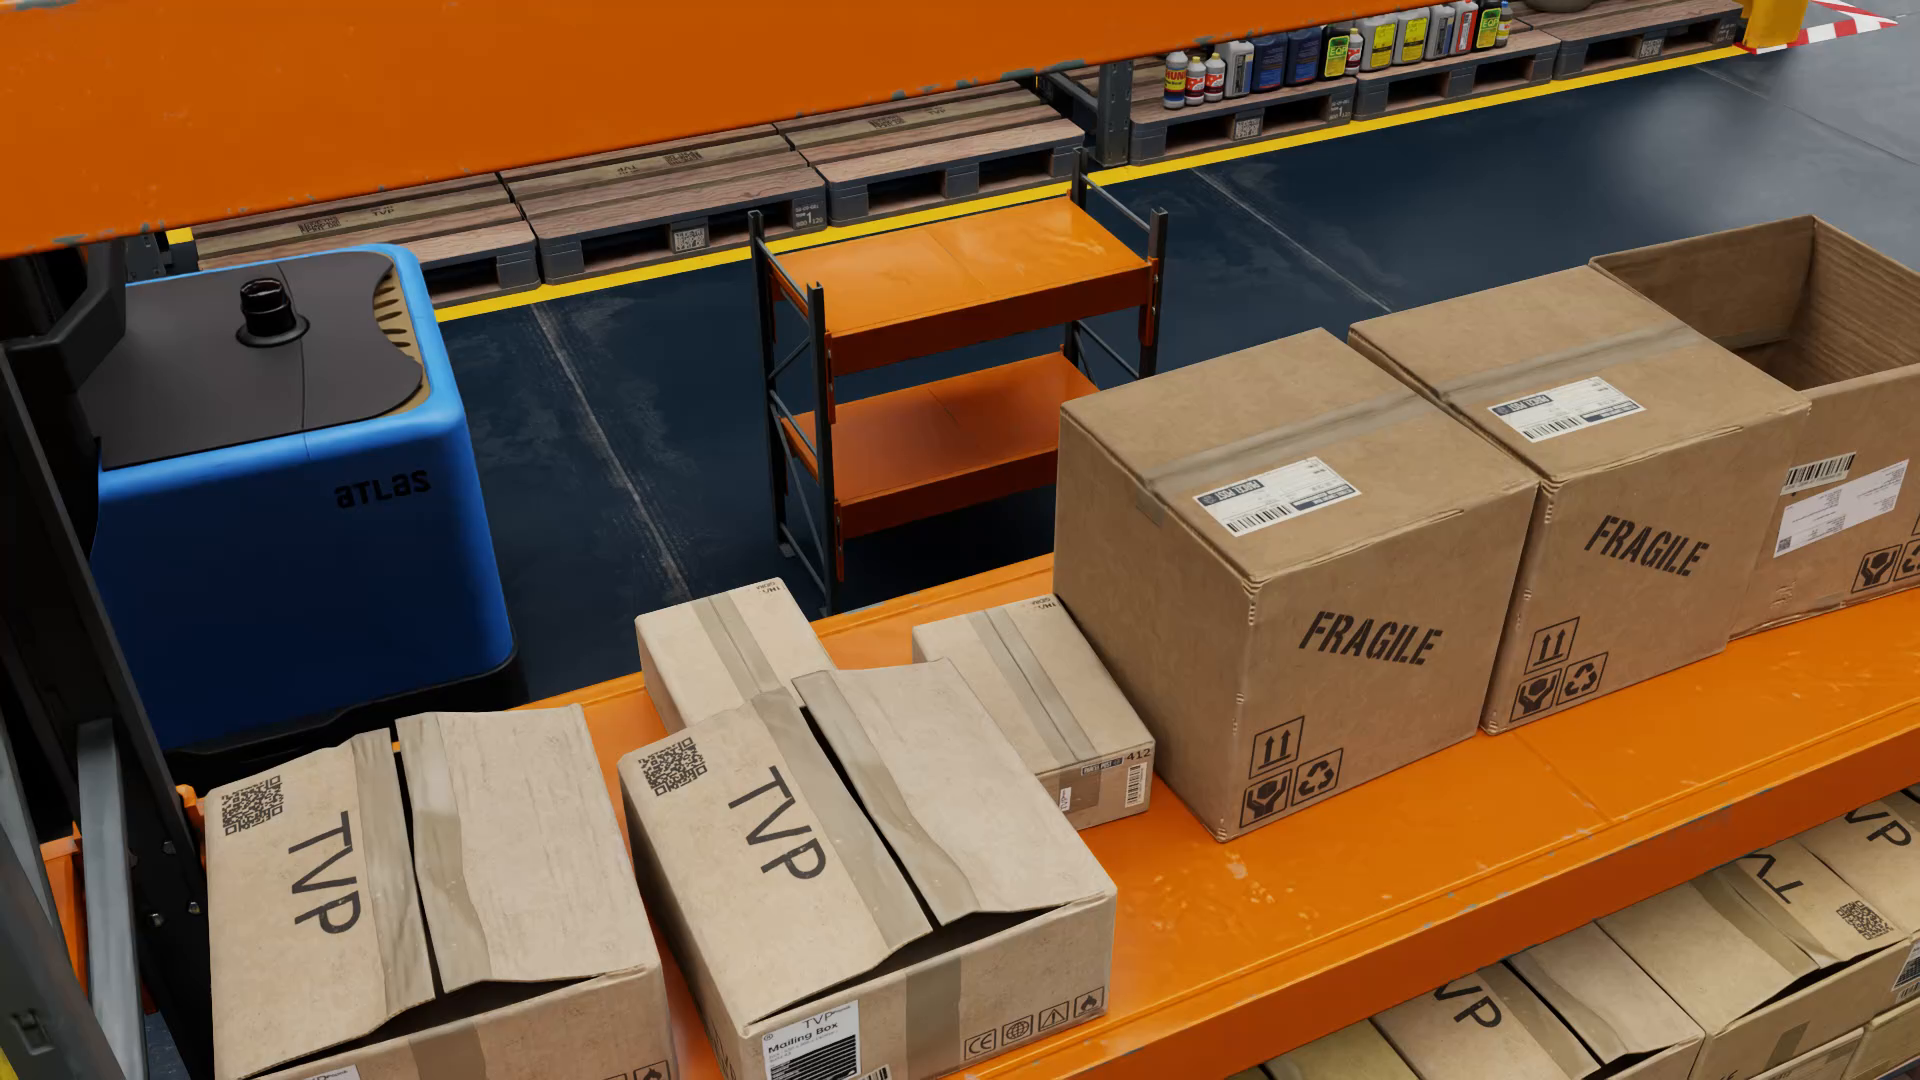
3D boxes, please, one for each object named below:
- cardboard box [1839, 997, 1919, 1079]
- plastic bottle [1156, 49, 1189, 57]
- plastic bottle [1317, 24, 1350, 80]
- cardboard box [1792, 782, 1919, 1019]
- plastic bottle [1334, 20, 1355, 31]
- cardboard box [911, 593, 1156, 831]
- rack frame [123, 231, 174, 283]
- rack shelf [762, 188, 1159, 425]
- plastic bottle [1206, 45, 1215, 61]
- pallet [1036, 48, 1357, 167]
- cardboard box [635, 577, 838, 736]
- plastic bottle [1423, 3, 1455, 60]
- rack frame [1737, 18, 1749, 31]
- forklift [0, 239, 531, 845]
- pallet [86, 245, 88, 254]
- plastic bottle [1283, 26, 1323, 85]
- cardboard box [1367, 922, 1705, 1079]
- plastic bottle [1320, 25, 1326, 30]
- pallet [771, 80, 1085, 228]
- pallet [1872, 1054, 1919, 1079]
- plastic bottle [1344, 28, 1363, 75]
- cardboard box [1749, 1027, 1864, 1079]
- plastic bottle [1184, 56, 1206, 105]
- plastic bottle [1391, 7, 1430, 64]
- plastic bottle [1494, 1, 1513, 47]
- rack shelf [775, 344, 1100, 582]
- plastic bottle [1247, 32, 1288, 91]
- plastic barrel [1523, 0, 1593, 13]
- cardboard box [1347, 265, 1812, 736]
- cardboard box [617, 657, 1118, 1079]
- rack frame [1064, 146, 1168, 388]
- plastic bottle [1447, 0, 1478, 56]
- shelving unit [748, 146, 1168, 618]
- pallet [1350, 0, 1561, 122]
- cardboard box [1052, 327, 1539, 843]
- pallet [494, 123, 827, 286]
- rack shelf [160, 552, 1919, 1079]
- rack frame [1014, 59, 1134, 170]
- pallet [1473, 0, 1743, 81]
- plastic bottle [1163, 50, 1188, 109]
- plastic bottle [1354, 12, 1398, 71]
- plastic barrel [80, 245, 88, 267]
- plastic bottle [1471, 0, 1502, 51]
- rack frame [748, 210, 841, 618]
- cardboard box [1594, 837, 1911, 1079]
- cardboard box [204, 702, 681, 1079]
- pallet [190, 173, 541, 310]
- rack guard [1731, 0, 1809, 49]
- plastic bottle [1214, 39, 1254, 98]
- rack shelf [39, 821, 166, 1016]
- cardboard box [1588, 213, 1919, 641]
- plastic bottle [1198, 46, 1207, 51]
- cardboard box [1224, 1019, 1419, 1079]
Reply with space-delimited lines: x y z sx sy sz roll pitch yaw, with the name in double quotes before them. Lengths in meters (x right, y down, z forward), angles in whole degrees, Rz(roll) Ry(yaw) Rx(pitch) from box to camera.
"cardboard box" 1.884 0.837 3.559 0.500 0.250 0.500 -16 40 -21
"plastic bottle" 1.016 -2.513 7.974 0.185 0.351 0.144 -16 39 -20
"plastic bottle" 1.739 -2.293 7.734 0.133 0.283 0.061 -14 39 -18
"cardboard box" 1.882 0.615 3.387 0.500 0.311 0.500 -15 39 -19
"plastic bottle" 1.871 -2.452 7.955 0.135 0.276 0.152 -16 39 -20
"cardboard box" 0.104 0.273 2.575 0.250 0.149 0.380 -13 38 -17
"rack frame" -3.127 -2.147 5.627 0.127 3.000 1.000 -16 39 -20
"rack shelf" -0.006 -0.685 4.738 1.000 0.278 0.538 -16 39 -20
"plastic bottle" 1.204 -2.243 7.667 0.133 0.283 0.061 -16 39 -20
"pallet" 1.119 -2.187 8.021 1.213 0.211 1.003 -16 39 -20
"cardboard box" -0.329 0.249 2.607 0.250 0.149 0.380 -16 39 -20
"plastic bottle" 2.273 -2.469 7.978 0.135 0.276 0.152 -17 40 -21
"rack frame" 4.115 -4.172 8.357 0.127 3.000 1.000 -16 39 -20
"forklift" -2.723 -0.554 3.537 3.031 2.935 1.130 -14 39 -18
"pallet" -3.823 -0.805 6.158 1.213 0.211 1.003 -16 39 -20
"plastic bottle" 1.572 -2.301 7.688 0.185 0.351 0.144 -17 40 -22
"cardboard box" 0.973 0.866 3.050 0.500 0.311 0.500 -16 39 -21
"plastic bottle" 1.689 -2.326 7.789 0.097 0.271 0.097 0 37 0
"pallet" -0.201 -1.820 7.526 1.213 0.211 1.003 -16 39 -20
"pallet" 1.945 0.840 3.940 1.213 0.211 1.003 -16 39 -20
"plastic bottle" 1.838 -2.300 7.812 0.097 0.201 0.097 0 37 0
"cardboard box" 1.421 0.967 3.385 0.500 0.250 0.500 -15 39 -19
"plastic bottle" 1.060 -2.082 7.519 0.097 0.201 0.097 0 37 0
"plastic bottle" 2.125 -2.455 7.897 0.185 0.351 0.144 -14 39 -18
"plastic bottle" 2.638 -2.523 8.114 0.097 0.201 0.097 0 37 0
"rack shelf" -0.006 -0.254 5.058 1.000 0.278 0.538 -16 39 -20
"plastic bottle" 1.401 -2.253 7.624 0.185 0.351 0.144 -15 39 -19
"plastic barrel" 3.098 -3.007 8.522 0.421 0.512 0.421 0 37 0
"cardboard box" 0.963 -0.082 2.758 0.500 0.500 0.500 -16 39 -20
"cardboard box" -0.134 0.439 2.215 0.500 0.311 0.500 -16 39 -20
"rack frame" 0.454 -0.579 5.086 0.032 1.125 0.500 -16 39 -20
"plastic bottle" 2.399 -2.504 8.026 0.135 0.276 0.152 -15 39 -20
"shelving unit" -0.006 -0.450 4.913 1.048 1.125 0.538 -16 39 -20
"pallet" 2.225 -2.498 8.441 1.213 0.211 1.003 -16 39 -20
"cardboard box" 0.486 0.052 2.579 0.500 0.500 0.500 -18 40 -22
"pallet" -1.307 -1.509 7.107 1.213 0.211 1.003 -16 39 -20
"rack shelf" 0.784 0.308 2.921 4.000 0.370 1.077 -16 39 -20
"rack frame" 0.494 -3.159 6.992 0.127 3.000 1.000 -16 39 -20
"pallet" 3.328 -2.805 8.854 1.213 0.211 1.003 -16 39 -20
"plastic bottle" 0.968 -2.085 7.464 0.097 0.271 0.097 0 37 0
"plastic bottle" 1.956 -2.408 7.833 0.185 0.351 0.144 -16 39 -20
"plastic barrel" -3.563 -1.311 5.969 0.708 0.830 0.600 -16 39 -20
"plastic bottle" 2.540 -2.517 8.036 0.133 0.283 0.061 -15 39 -19
"rack frame" -0.466 -0.321 4.739 0.032 1.125 0.500 -16 39 -20
"cardboard box" 1.429 0.740 3.219 0.500 0.311 0.500 -16 39 -20
"cardboard box" -0.678 0.492 2.143 0.500 0.311 0.500 -13 39 -17
"pallet" -2.409 -1.202 6.694 1.213 0.211 1.003 -16 39 -20
"rack guard" 4.066 -3.123 9.041 0.348 0.500 1.175 -16 39 -20
"plastic bottle" 1.249 -2.183 7.592 0.135 0.276 0.152 -14 39 -18
"rack shelf" -2.837 1.320 1.556 4.000 0.370 1.077 -16 39 -20
"cardboard box" 1.416 -0.209 2.929 0.500 0.500 0.500 -13 38 -17
"plastic bottle" 1.214 -2.536 8.068 0.135 0.276 0.152 -16 39 -20
"cardboard box" 0.507 0.996 2.874 0.500 0.311 0.500 -17 40 -21
